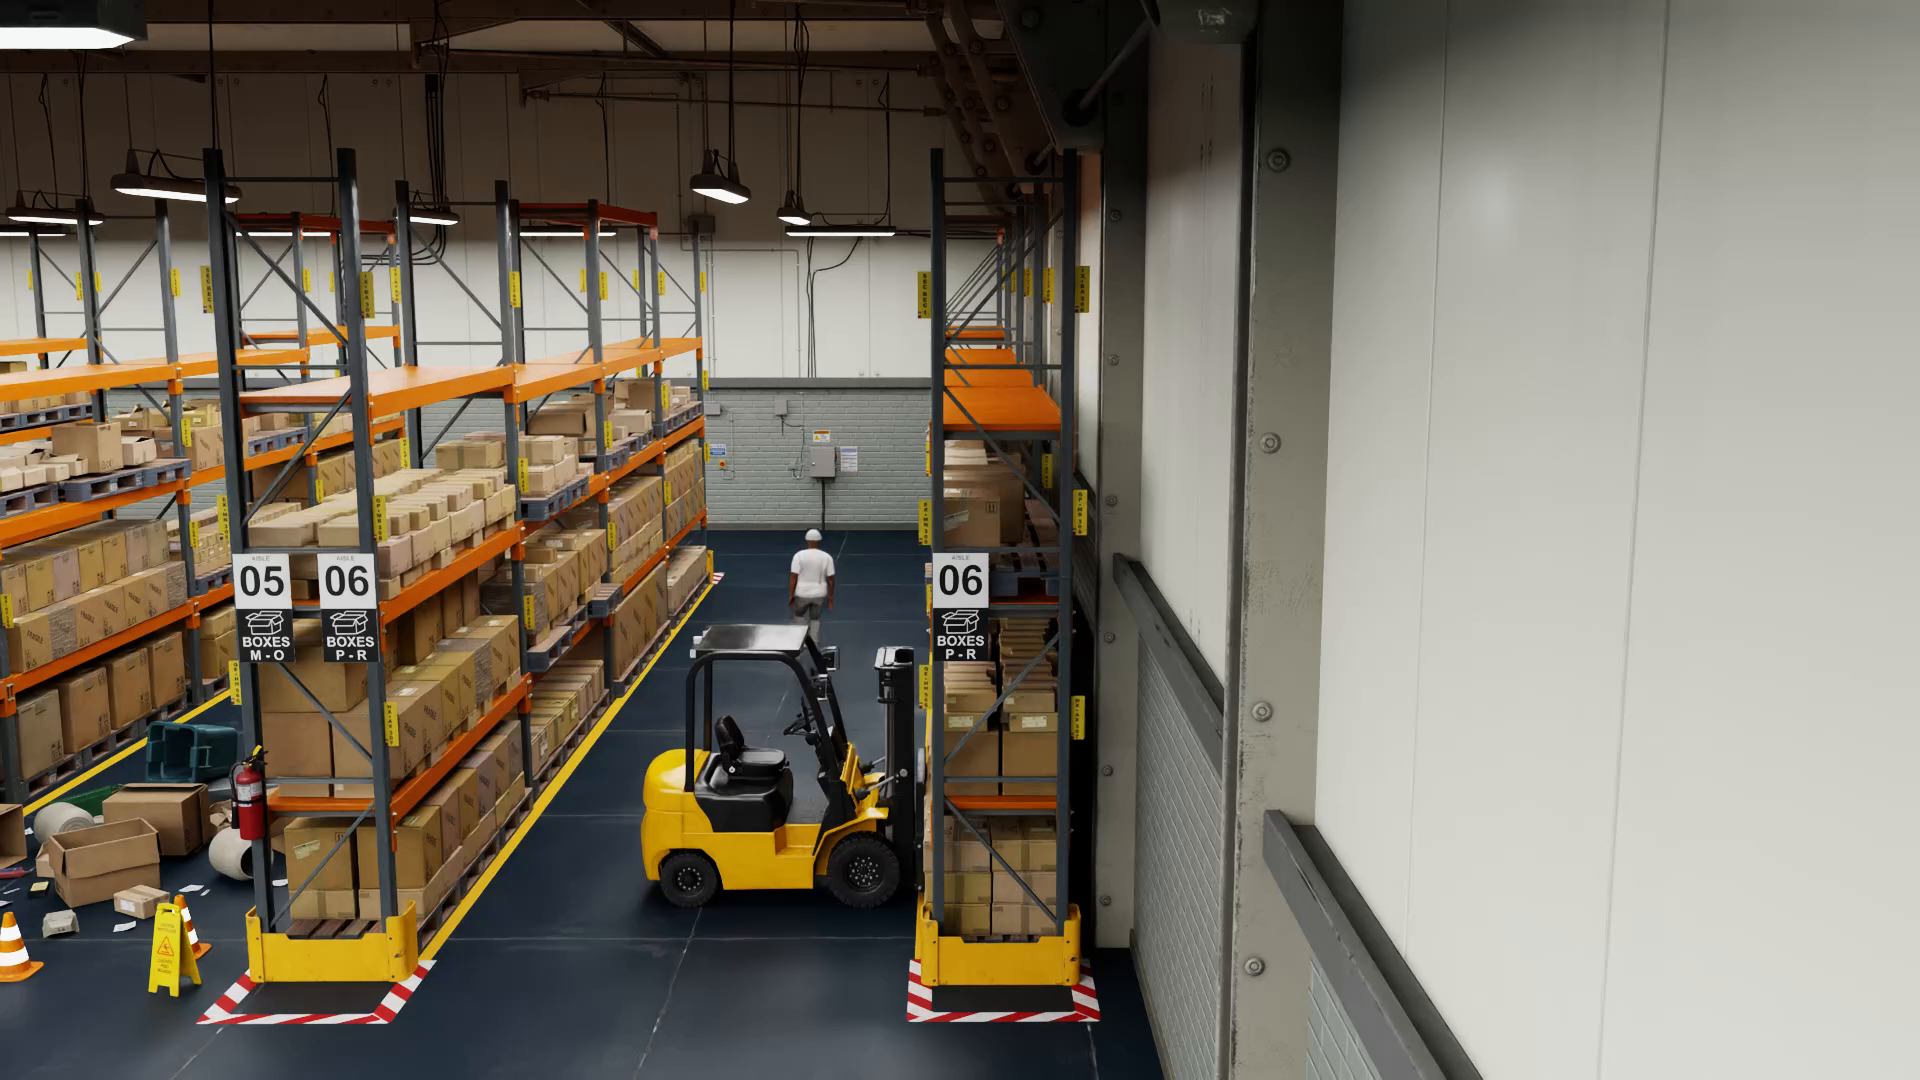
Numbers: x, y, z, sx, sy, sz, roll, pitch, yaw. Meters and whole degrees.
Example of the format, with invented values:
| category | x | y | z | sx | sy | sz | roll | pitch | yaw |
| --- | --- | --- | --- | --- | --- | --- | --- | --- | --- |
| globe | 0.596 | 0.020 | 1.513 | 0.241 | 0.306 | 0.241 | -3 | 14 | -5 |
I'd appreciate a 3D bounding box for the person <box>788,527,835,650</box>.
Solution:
| category | x | y | z | sx | sy | sz | roll | pitch | yaw |
| --- | --- | --- | --- | --- | --- | --- | --- | --- | --- |
| person | -1.951 | 0.661 | 21.801 | 0.618 | 1.664 | 0.572 | -1 | 9 | -8 |
